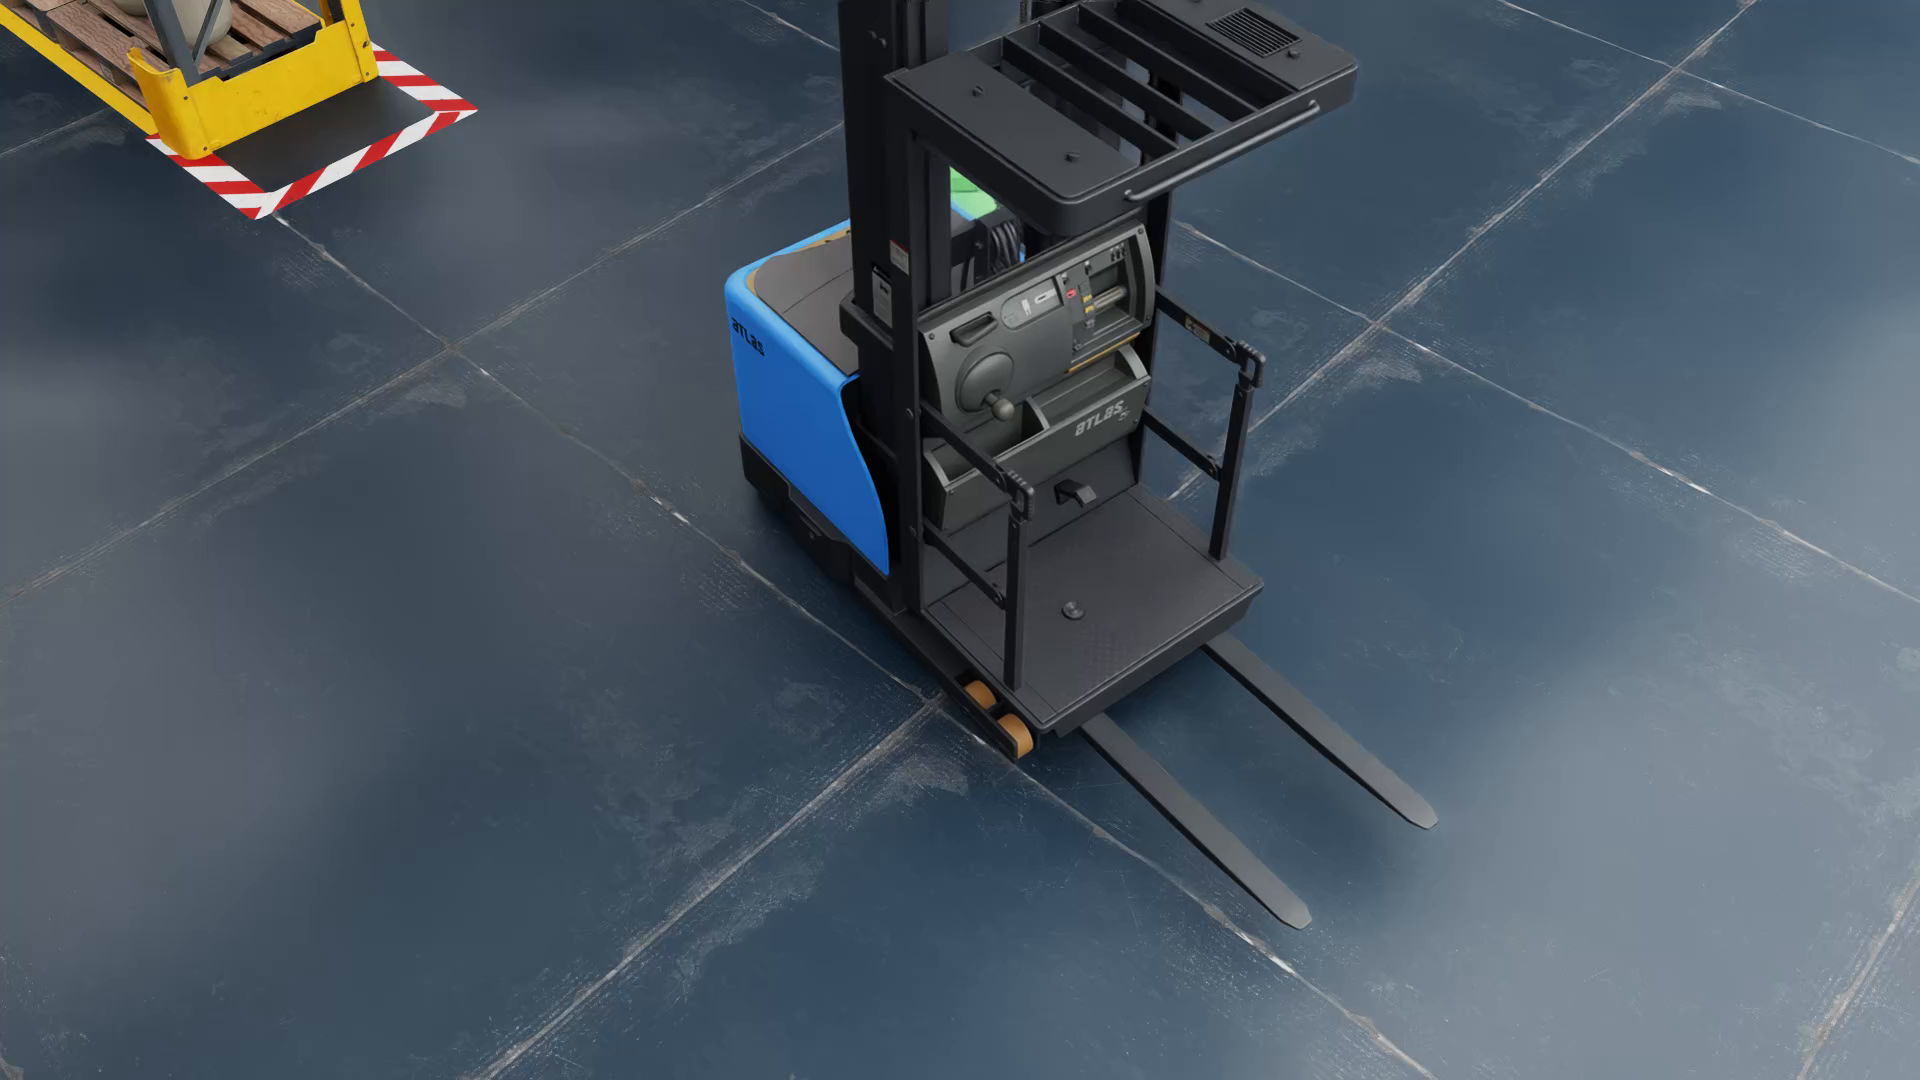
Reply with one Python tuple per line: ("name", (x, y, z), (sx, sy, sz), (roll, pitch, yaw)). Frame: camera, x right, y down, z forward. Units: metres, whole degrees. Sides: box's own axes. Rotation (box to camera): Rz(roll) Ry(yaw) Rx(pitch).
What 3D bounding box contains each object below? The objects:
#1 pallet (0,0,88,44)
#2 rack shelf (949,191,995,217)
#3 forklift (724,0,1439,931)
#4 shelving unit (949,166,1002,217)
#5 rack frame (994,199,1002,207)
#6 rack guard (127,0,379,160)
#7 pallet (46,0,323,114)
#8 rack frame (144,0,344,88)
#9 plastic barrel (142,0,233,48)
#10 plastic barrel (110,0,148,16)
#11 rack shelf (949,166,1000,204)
("pallet", (-5.183, -3.421, 9.817), (1.213, 0.211, 1.003), (34, 55, 28))
("rack shelf", (-0.083, -1.322, 6.927), (0.480, 0.148, 0.258), (-3, 47, -3))
("forklift", (0.406, -0.628, 5.329), (1.130, 2.935, 3.031), (-30, 54, -25))
("shelving unit", (-0.083, -1.202, 7.055), (0.503, 1.200, 0.258), (-3, 47, -3))
("rack frame", (0.161, -1.215, 7.068), (0.015, 1.200, 0.240), (-3, 47, -3))
("rack guard", (-3.697, -2.512, 8.766), (0.348, 0.500, 1.175), (34, 55, 28))
("pallet", (-4.291, -2.818, 9.251), (1.213, 0.211, 1.003), (34, 55, 28))
("rack frame", (-3.610, -3.355, 7.843), (0.127, 3.000, 1.000), (34, 55, 28))
("plastic barrel", (-4.145, -2.932, 8.864), (0.421, 0.512, 0.421), (0, 47, 0))
("plastic barrel", (-4.513, -3.180, 9.097), (0.421, 0.512, 0.421), (0, 47, 0))
("rack shelf", (-0.083, -1.487, 6.752), (0.480, 0.148, 0.258), (-3, 47, -3))
